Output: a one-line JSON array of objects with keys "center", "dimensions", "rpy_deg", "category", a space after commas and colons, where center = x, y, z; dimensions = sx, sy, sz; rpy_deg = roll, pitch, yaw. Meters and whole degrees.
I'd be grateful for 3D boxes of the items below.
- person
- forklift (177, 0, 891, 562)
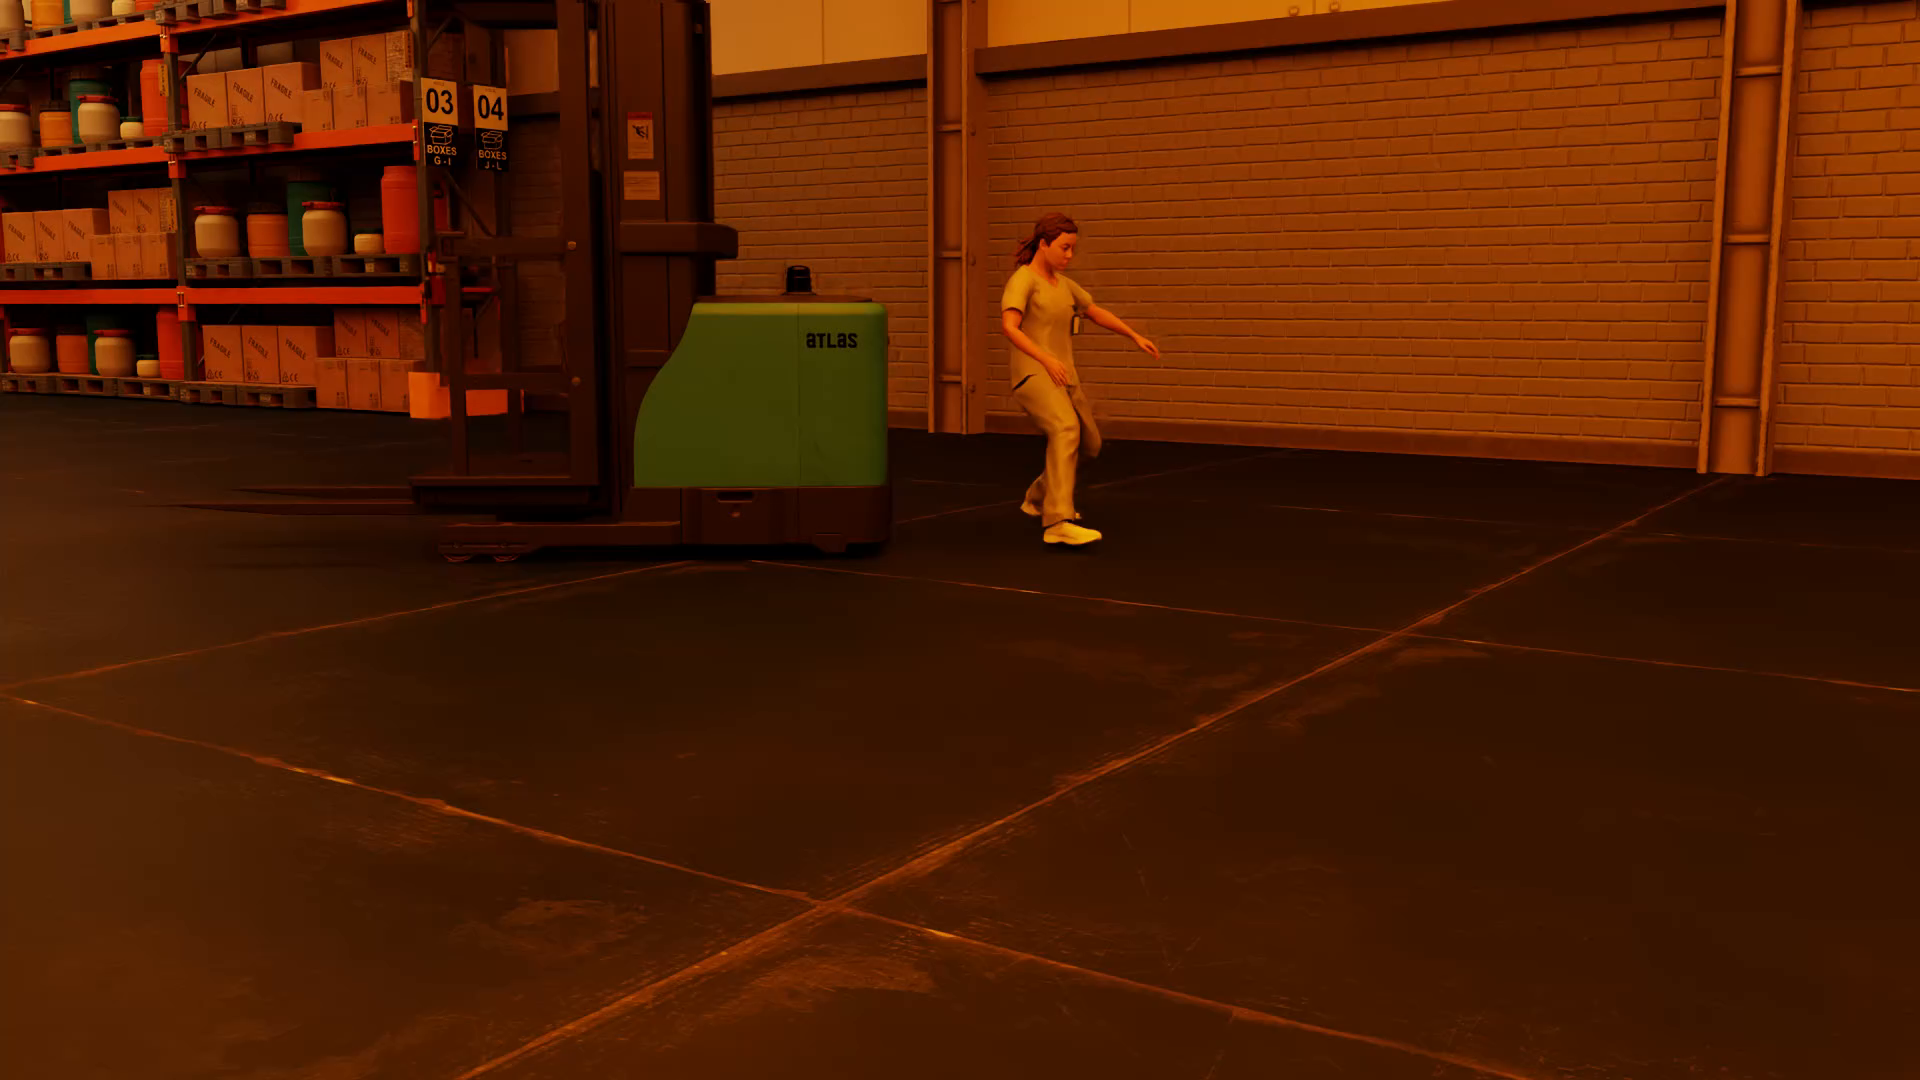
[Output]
[{"center": [0.500, -0.763, 7.778], "dimensions": [0.964, 1.521, 0.977], "rpy_deg": [6, 10, 38], "category": "person"}, {"center": [-1.829, -1.433, 7.270], "dimensions": [3.031, 2.935, 1.130], "rpy_deg": [0, 8, -2], "category": "forklift"}]
